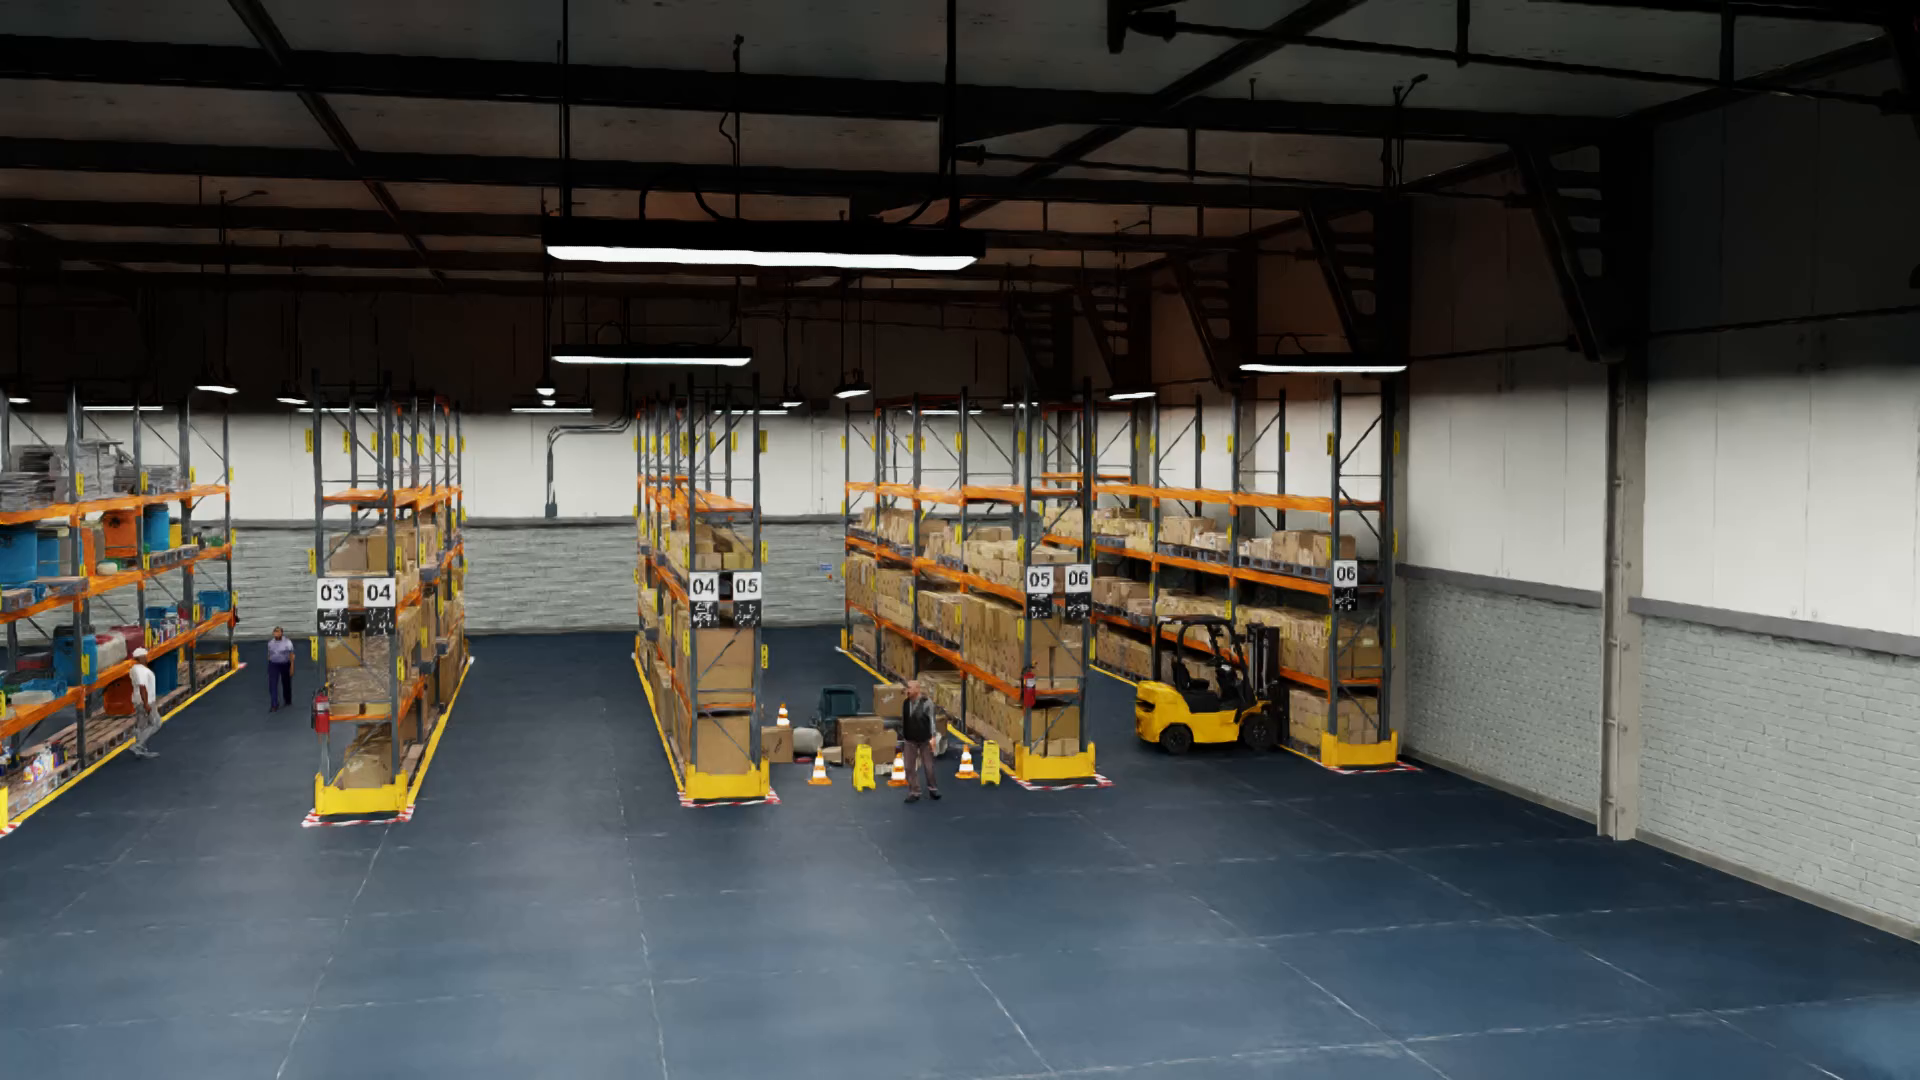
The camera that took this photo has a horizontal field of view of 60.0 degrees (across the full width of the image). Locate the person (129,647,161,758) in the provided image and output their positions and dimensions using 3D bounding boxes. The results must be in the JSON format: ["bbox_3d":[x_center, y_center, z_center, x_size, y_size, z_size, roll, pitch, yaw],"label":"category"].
[{"bbox_3d":[-13.017,2.589,26.482,0.457,1.763,0.609,-3,4,-40],"label":"person"}]

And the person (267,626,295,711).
[{"bbox_3d":[-12.774,2.396,31.296,0.491,1.590,0.991,-1,3,-15],"label":"person"}]

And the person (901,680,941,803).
[{"bbox_3d":[-0.562,2.851,23.353,0.560,1.618,0.568,2,4,25],"label":"person"}]
